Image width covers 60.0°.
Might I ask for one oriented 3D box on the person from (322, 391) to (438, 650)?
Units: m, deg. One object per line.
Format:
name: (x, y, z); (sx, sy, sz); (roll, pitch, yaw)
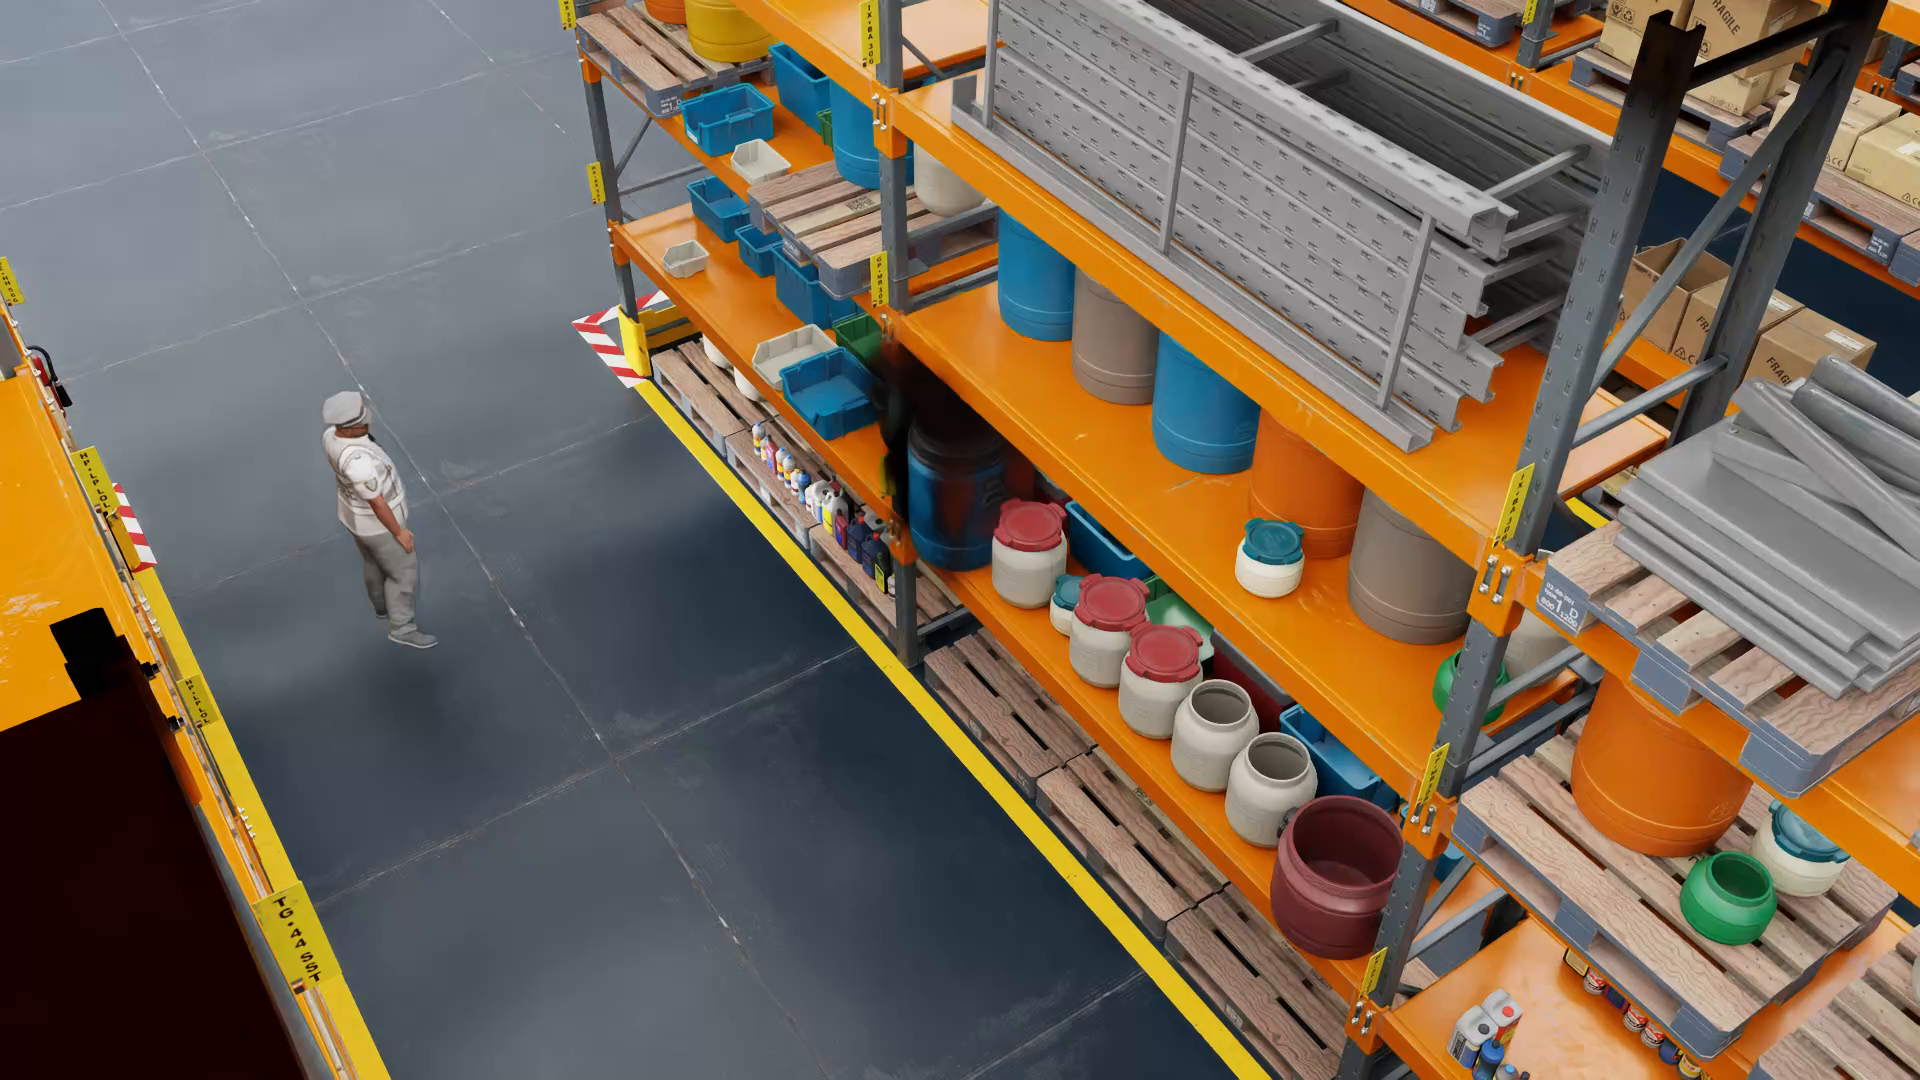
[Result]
person: (-3.564, -0.115, 10.196); (0.411, 1.842, 0.615); (-32, 51, -30)
